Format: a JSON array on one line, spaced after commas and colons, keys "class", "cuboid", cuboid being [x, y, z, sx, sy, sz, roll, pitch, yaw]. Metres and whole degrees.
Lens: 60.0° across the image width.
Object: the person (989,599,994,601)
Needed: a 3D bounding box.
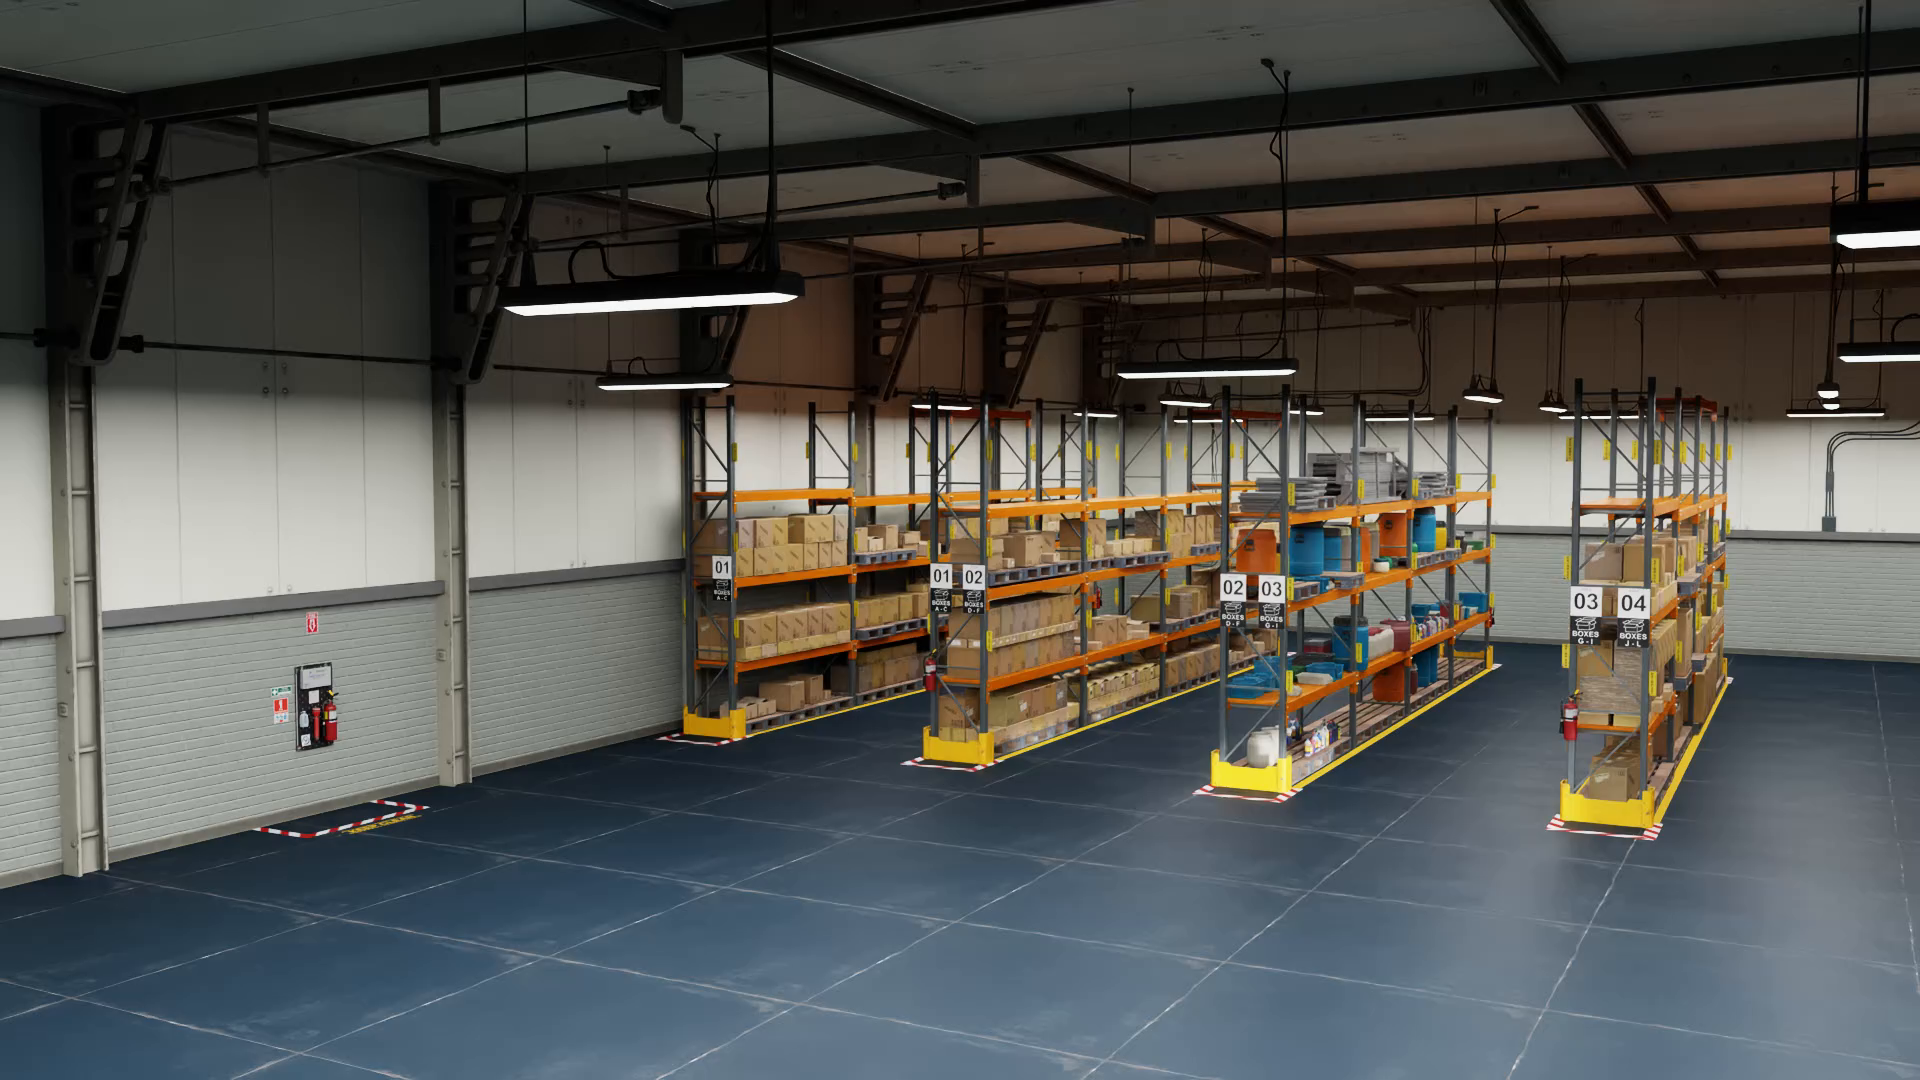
[{"class": "person", "cuboid": [0.606, 2.027, 35.603, 0.570, 1.648, 0.918, 3, 4, 40]}]
